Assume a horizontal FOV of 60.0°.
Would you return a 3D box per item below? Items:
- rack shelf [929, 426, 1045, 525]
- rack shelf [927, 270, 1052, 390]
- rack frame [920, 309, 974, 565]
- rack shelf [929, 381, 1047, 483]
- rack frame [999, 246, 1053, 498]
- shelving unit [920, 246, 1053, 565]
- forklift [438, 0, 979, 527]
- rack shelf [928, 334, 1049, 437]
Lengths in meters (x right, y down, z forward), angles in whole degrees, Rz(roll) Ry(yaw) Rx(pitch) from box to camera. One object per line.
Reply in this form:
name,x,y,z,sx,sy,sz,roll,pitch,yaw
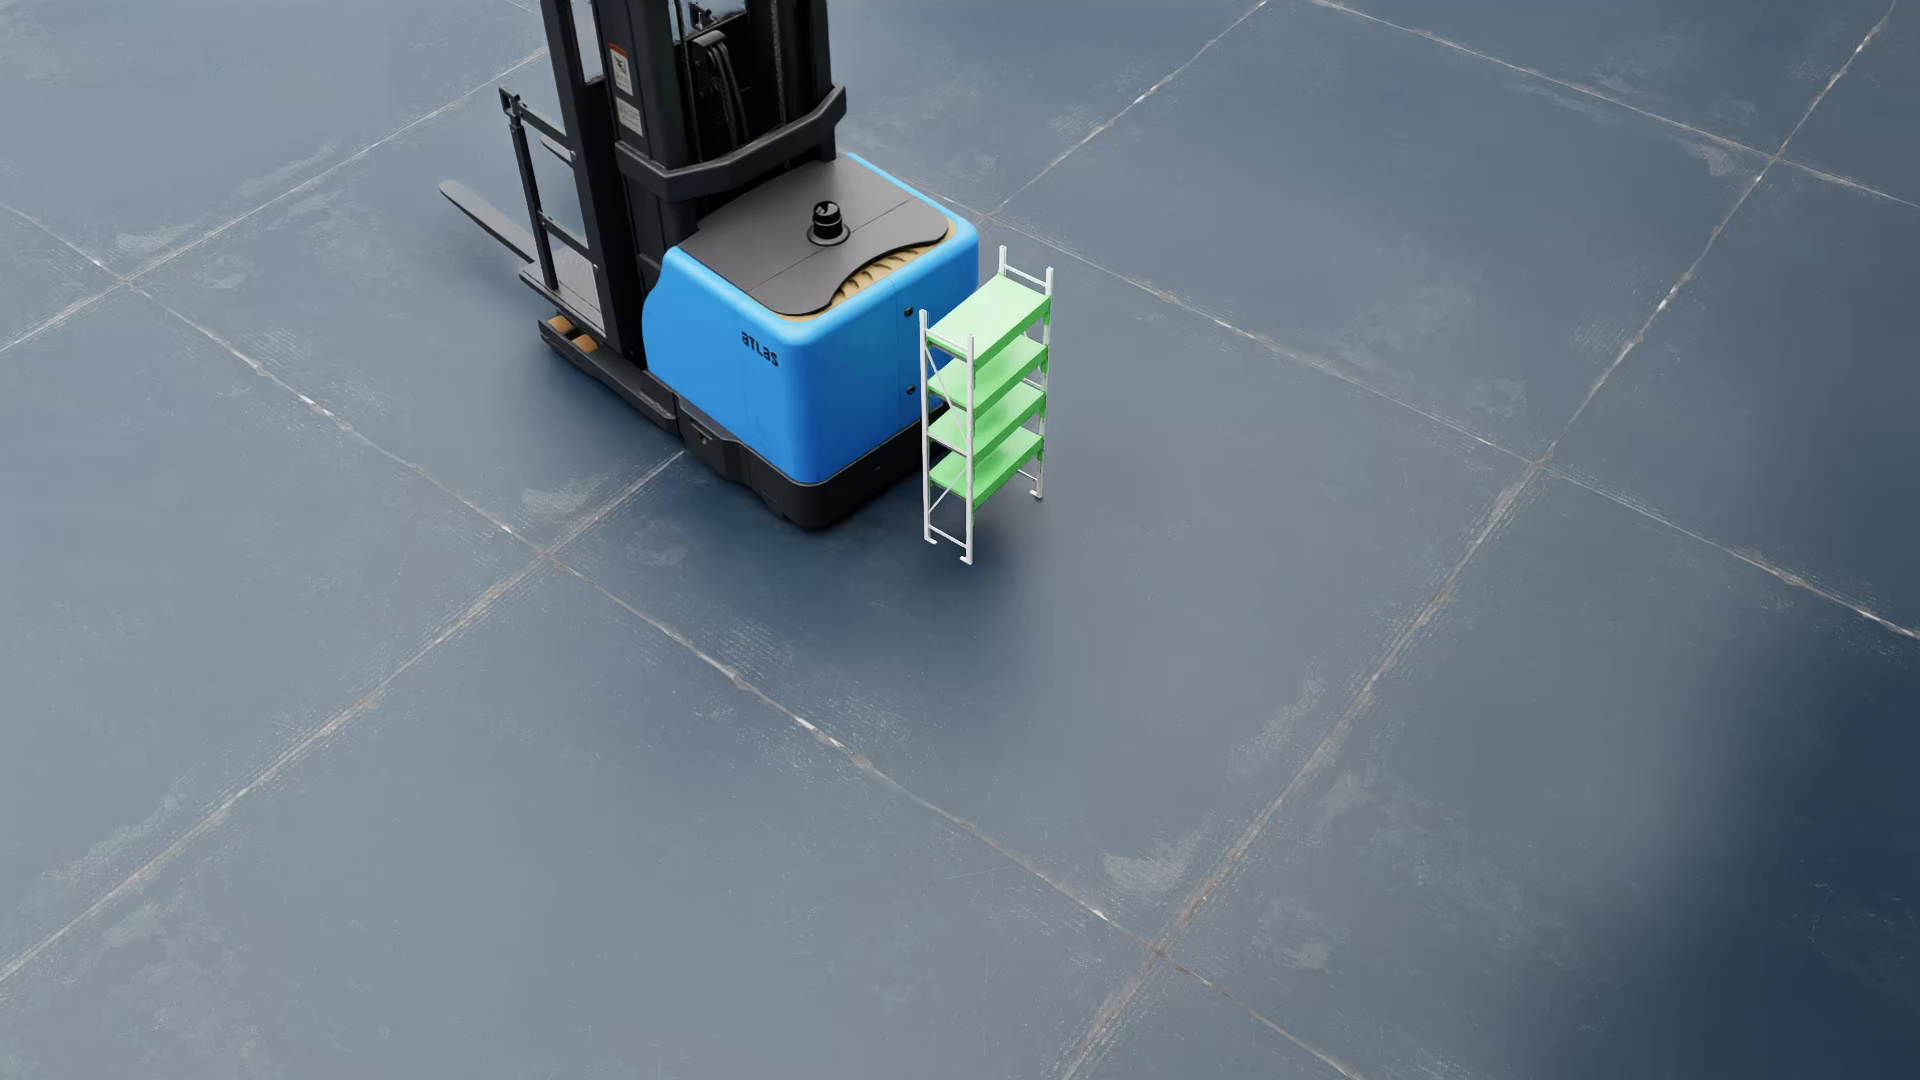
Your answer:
rack shelf,0.101,-0.299,6.791,0.258,0.148,0.480,29,53,25
rack shelf,0.101,-0.797,6.270,0.258,0.148,0.480,29,53,25
rack frame,-0.048,-0.370,6.438,0.240,1.200,0.015,29,53,25
rack shelf,0.101,-0.465,6.618,0.258,0.148,0.480,29,53,25
rack frame,0.250,-0.649,6.705,0.240,1.200,0.015,29,53,25
shelving unit,0.101,-0.509,6.571,0.258,1.200,0.503,29,53,25
forklift,-1.304,-2.026,6.823,1.130,2.935,3.031,-36,56,-29
rack shelf,0.101,-0.631,6.444,0.258,0.148,0.480,29,53,25
